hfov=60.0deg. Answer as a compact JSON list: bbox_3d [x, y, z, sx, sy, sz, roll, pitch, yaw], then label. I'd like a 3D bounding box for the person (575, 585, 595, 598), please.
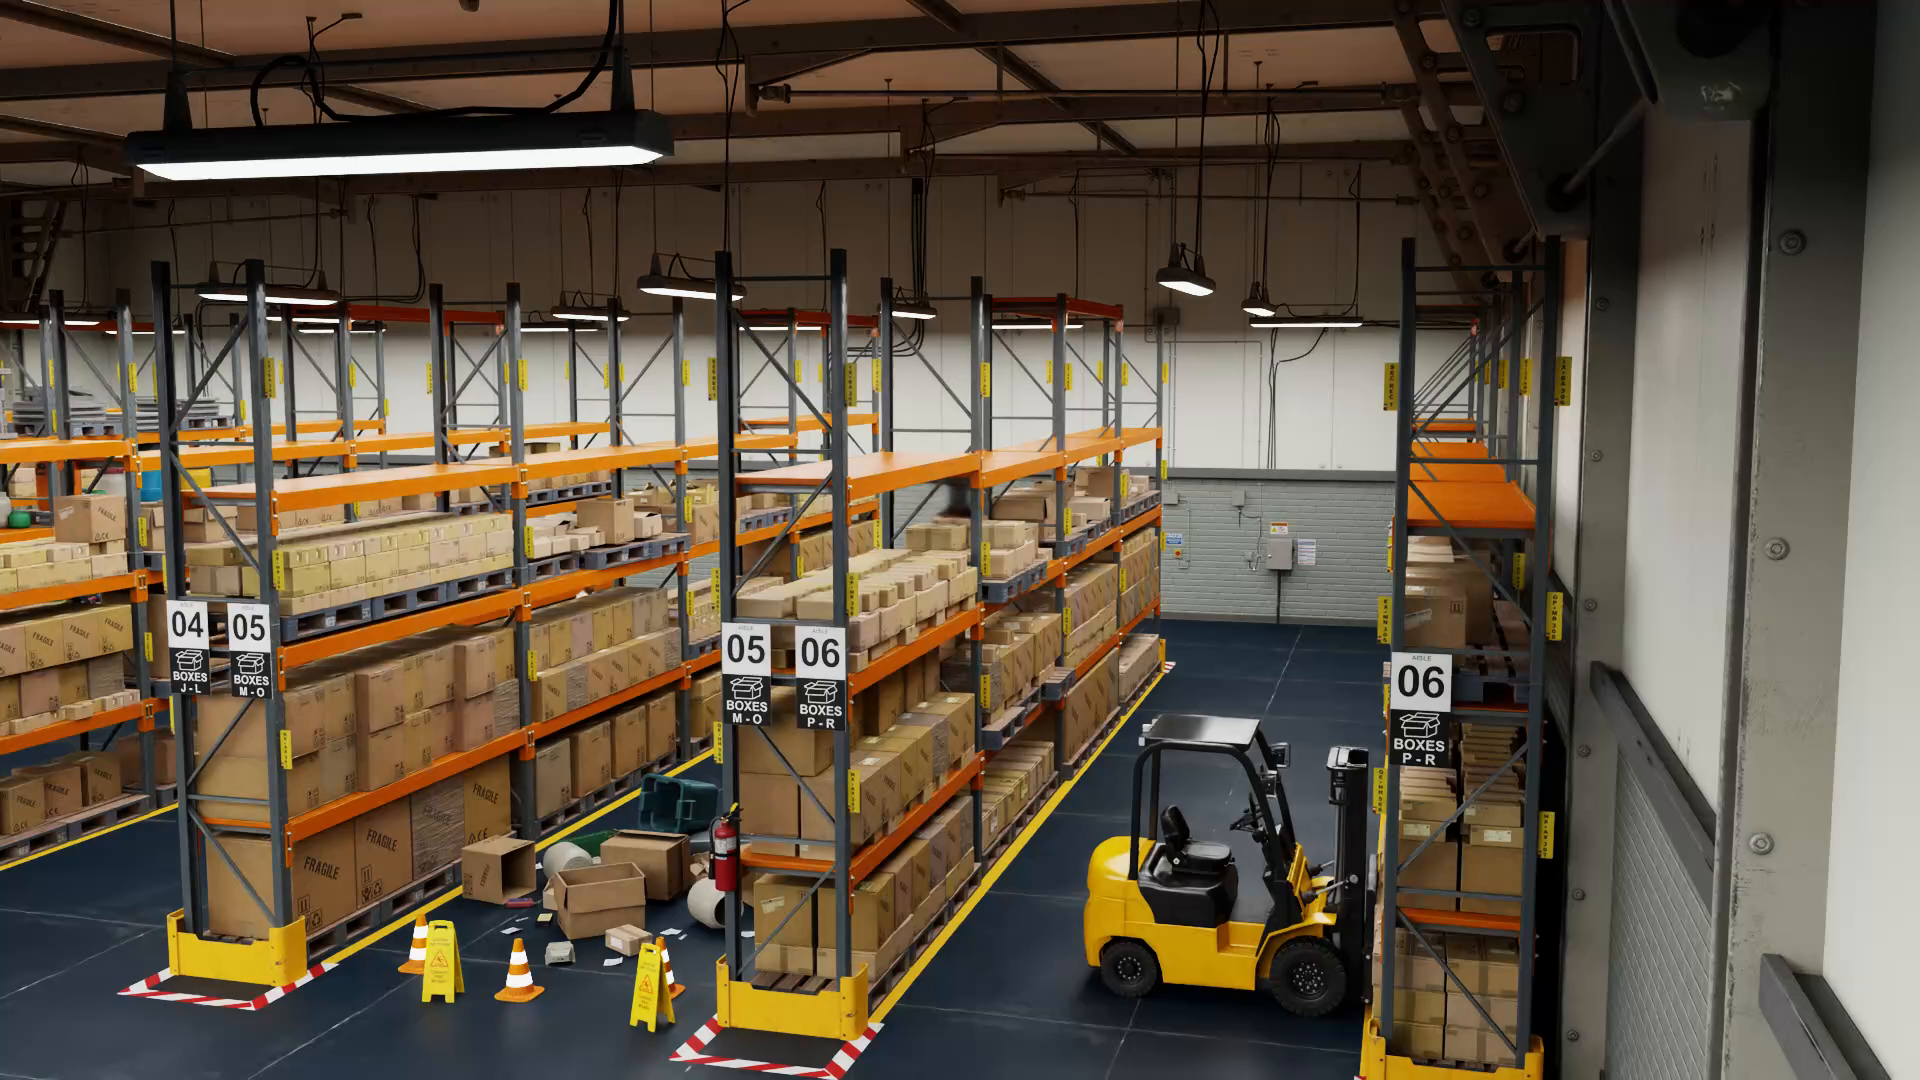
[{"bbox_3d":[-5.982,1.432,26.917,0.408,1.769,0.632,1,6,13],"label":"person"}]
